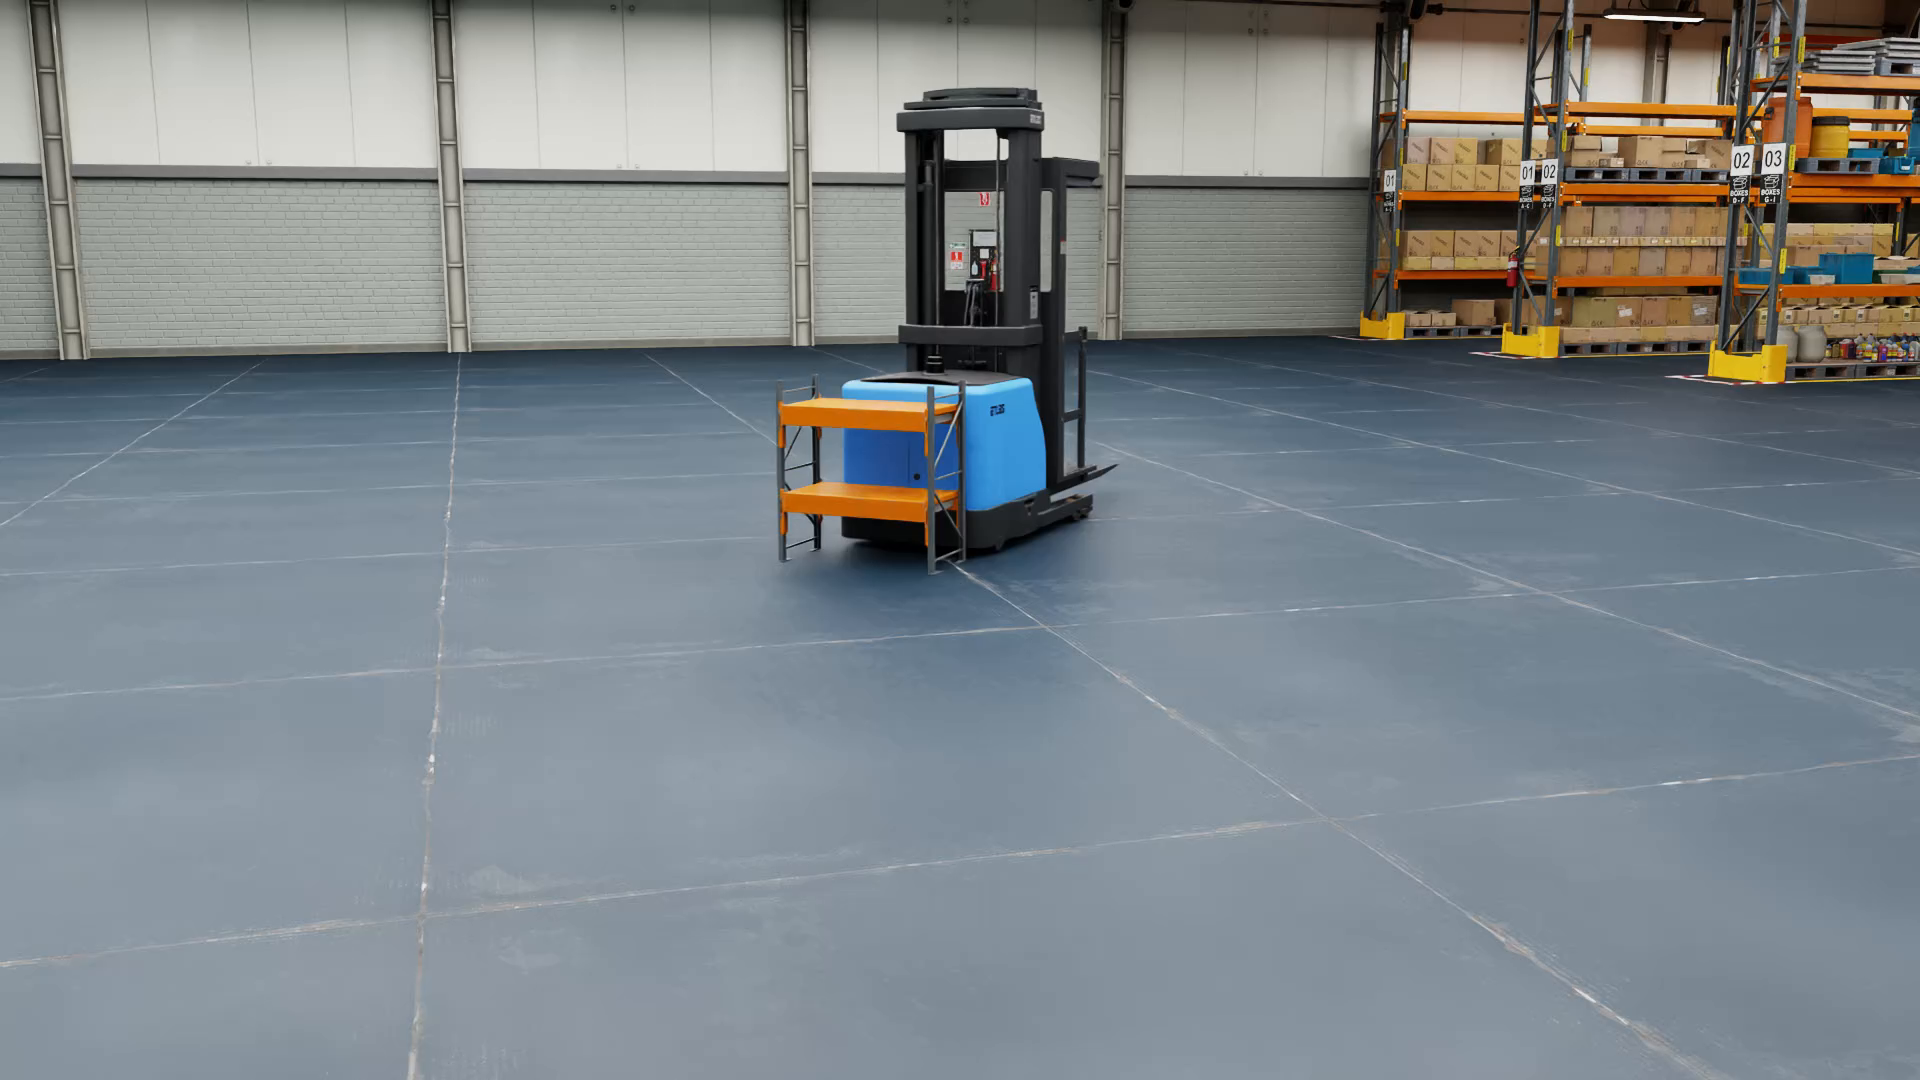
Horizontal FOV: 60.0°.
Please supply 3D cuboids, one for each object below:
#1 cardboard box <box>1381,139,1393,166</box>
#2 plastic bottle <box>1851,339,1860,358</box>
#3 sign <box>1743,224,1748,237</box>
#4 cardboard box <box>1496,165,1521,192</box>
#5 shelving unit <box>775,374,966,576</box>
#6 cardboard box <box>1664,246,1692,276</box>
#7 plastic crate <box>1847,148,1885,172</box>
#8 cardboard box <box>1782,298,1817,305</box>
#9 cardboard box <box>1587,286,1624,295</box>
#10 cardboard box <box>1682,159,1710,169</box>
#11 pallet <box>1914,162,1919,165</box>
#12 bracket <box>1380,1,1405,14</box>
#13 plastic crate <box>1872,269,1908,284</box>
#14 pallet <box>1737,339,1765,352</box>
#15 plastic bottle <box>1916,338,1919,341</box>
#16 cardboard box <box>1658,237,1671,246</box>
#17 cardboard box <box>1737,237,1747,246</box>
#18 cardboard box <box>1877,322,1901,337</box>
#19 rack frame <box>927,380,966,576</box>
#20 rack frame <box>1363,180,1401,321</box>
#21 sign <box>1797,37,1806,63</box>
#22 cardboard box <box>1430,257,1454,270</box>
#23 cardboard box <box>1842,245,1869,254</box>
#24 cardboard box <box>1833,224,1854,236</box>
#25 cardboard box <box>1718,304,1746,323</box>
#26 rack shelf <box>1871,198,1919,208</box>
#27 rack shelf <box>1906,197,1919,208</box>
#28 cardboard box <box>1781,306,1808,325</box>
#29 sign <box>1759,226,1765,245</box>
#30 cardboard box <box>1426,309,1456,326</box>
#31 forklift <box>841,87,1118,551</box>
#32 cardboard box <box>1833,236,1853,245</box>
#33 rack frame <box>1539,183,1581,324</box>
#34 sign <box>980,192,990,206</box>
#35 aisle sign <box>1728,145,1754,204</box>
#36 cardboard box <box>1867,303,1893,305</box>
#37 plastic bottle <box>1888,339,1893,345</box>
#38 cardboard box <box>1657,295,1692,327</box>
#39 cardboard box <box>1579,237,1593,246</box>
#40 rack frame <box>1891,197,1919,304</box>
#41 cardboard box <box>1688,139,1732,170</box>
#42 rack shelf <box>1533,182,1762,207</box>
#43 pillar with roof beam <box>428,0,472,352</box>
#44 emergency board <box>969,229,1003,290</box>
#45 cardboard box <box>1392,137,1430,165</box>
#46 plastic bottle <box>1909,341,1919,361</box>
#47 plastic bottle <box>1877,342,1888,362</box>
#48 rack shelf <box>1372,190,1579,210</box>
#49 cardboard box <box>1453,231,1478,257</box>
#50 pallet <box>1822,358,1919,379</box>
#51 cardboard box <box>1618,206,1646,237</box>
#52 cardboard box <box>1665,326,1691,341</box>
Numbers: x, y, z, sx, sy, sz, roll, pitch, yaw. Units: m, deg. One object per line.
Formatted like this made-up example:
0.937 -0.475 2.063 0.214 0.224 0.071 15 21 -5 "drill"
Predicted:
8.553 -7.548 32.386 0.500 0.500 0.500 -3 11 -13 "cardboard box"
13.005 -2.794 24.246 0.135 0.276 0.152 -3 11 -18 "plastic bottle"
16.054 -6.297 33.985 0.005 0.325 0.100 -3 11 -16 "sign"
10.627 -7.065 32.523 0.500 0.500 0.500 -3 11 -18 "cardboard box"
-0.544 -0.420 10.219 1.048 1.125 0.538 5 11 23 "shelving unit"
12.030 -4.770 28.394 0.500 0.500 0.700 -3 11 -15 "cardboard box"
12.728 -5.349 23.577 0.575 0.384 0.392 -3 11 -16 "plastic crate"
17.479 -5.067 35.062 0.750 0.750 0.750 -3 11 -16 "cardboard box"
13.177 -5.076 33.954 0.500 0.250 0.500 -3 11 -17 "cardboard box"
12.360 -6.315 27.927 0.250 0.149 0.380 -3 11 -16 "cardboard box"
14.157 -5.264 23.593 1.003 0.211 1.213 -3 11 -16 "pallet"
8.344 -10.279 32.085 0.430 0.232 0.235 -3 11 -16 "bracket"
13.440 -3.812 24.051 0.662 0.188 0.450 -3 11 -16 "plastic crate"
14.138 -3.469 29.308 1.213 0.211 1.003 -3 11 -16 "pallet"
14.091 -2.851 24.557 0.135 0.276 0.152 -3 11 -14 "plastic bottle"
11.766 -5.036 28.048 0.250 0.149 0.380 -3 11 -14 "cardboard box"
13.240 -5.114 28.472 0.250 0.149 0.380 -3 11 -16 "cardboard box"
16.351 -3.758 29.607 0.500 0.250 0.500 -3 11 -17 "cardboard box"
-0.078 -0.383 10.018 0.032 1.125 0.500 5 11 23 "rack frame"
8.213 -5.455 32.394 0.127 3.000 1.000 -3 11 -16 "rack frame"
11.131 -6.485 21.994 0.005 0.325 0.100 -3 11 -16 "sign"
9.264 -5.389 32.396 0.500 0.250 0.500 -3 11 -18 "cardboard box"
15.675 -4.960 29.430 0.500 0.500 0.500 -4 11 -19 "cardboard box"
18.374 -6.518 34.945 0.500 0.250 0.500 -3 11 -15 "cardboard box"
13.750 -3.997 29.359 0.500 0.311 0.500 -3 11 -16 "cardboard box"
21.655 -7.285 36.036 4.000 0.370 1.077 -3 11 -16 "rack shelf"
19.202 -6.222 30.260 4.000 0.370 1.077 -3 11 -16 "rack shelf"
14.390 -3.929 28.988 0.500 0.311 0.500 -3 11 -17 "cardboard box"
13.598 -5.165 28.207 0.005 0.325 0.100 -3 11 -16 "sign"
9.449 -4.397 32.859 0.500 0.311 0.500 -2 11 -11 "cardboard box"
0.305 -1.600 11.640 1.130 2.935 3.031 5 11 24 "forklift"
18.390 -6.149 35.010 0.500 0.500 0.500 -3 11 -16 "cardboard box"
12.053 -5.658 33.493 0.127 3.000 1.000 -3 11 -16 "rack frame"
0.463 -6.376 30.992 0.199 0.298 0.001 -3 11 -16 "sign"
10.830 -5.059 23.064 0.004 0.787 0.394 -3 11 -16 "aisle sign"
16.697 -4.154 30.210 0.500 0.311 0.500 -3 11 -14 "cardboard box"
13.619 -2.818 24.388 0.097 0.271 0.097 0 10 0 "plastic bottle"
12.095 -3.909 28.358 0.500 0.500 0.500 -3 11 -16 "cardboard box"
10.290 -4.959 27.629 0.250 0.149 0.380 -3 11 -17 "cardboard box"
17.282 -4.999 29.916 0.127 3.000 1.000 -3 11 -16 "rack frame"
12.884 -6.617 28.596 0.500 0.500 0.500 -2 11 -11 "cardboard box"
11.521 -5.817 28.060 4.000 0.370 1.077 -3 11 -16 "rack shelf"
-7.436 -6.932 23.847 0.400 9.000 9.100 -3 11 -16 "pillar with roof beam"
0.499 -5.219 31.110 0.643 1.169 0.194 -3 11 -16 "emergency board"
8.650 -7.458 31.897 0.500 0.500 0.500 -4 11 -20 "cardboard box"
13.633 -2.696 23.713 0.135 0.276 0.152 -3 11 -15 "plastic bottle"
13.032 -2.659 23.494 0.133 0.283 0.061 -3 11 -15 "plastic bottle"
10.133 -6.678 32.737 4.000 0.370 1.077 -3 11 -16 "rack shelf"
9.730 -5.780 32.448 0.500 0.500 0.500 -3 11 -18 "cardboard box"
12.992 -2.475 23.907 1.213 0.211 1.003 -3 11 -16 "pallet"
11.091 -5.359 28.010 0.500 0.500 0.700 -3 11 -16 "cardboard box"
12.098 -3.538 28.414 0.500 0.250 0.500 -3 11 -16 "cardboard box"
